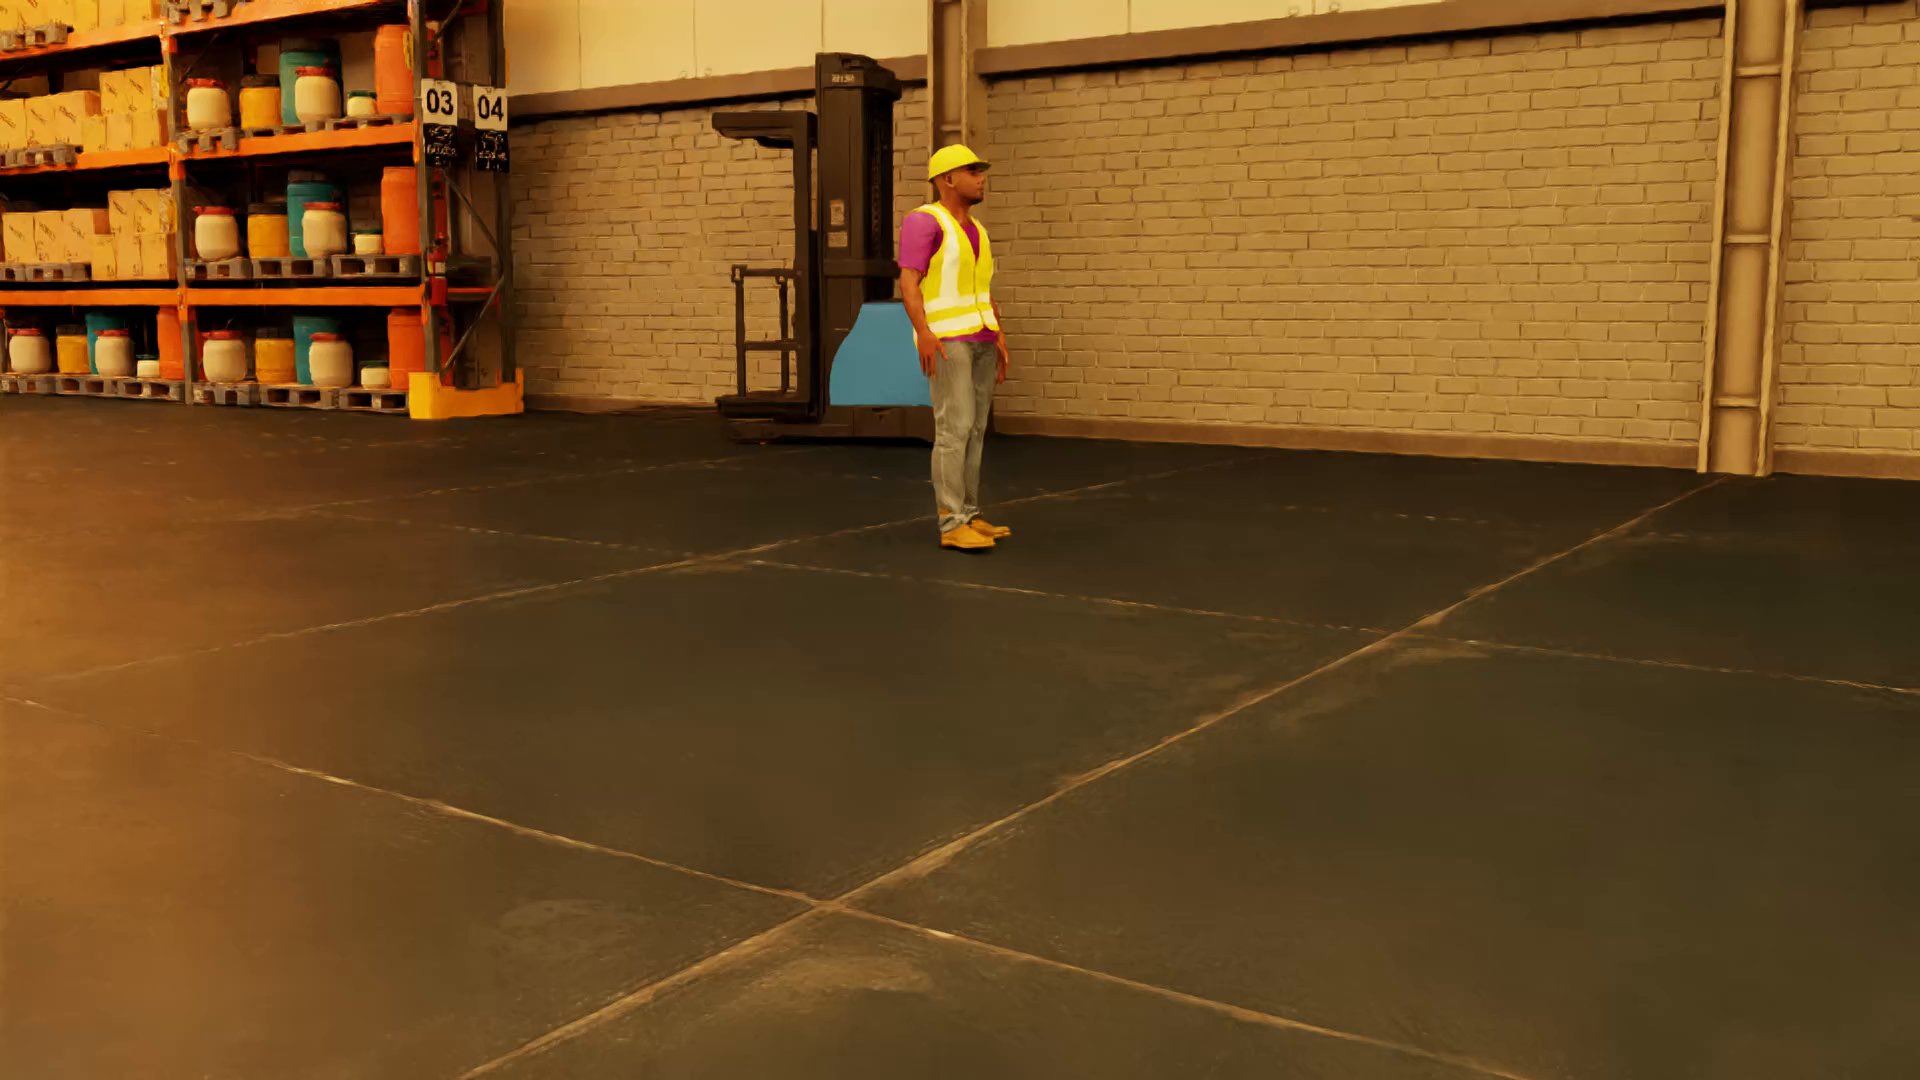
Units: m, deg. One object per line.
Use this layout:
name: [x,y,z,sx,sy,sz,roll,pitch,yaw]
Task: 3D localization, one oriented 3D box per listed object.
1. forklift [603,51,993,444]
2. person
forklift: [-1.310,-2.261,13.093,3.031,2.935,1.130,2,8,14]
person: [0.055,-0.875,7.435,0.576,1.766,0.665,5,10,34]
